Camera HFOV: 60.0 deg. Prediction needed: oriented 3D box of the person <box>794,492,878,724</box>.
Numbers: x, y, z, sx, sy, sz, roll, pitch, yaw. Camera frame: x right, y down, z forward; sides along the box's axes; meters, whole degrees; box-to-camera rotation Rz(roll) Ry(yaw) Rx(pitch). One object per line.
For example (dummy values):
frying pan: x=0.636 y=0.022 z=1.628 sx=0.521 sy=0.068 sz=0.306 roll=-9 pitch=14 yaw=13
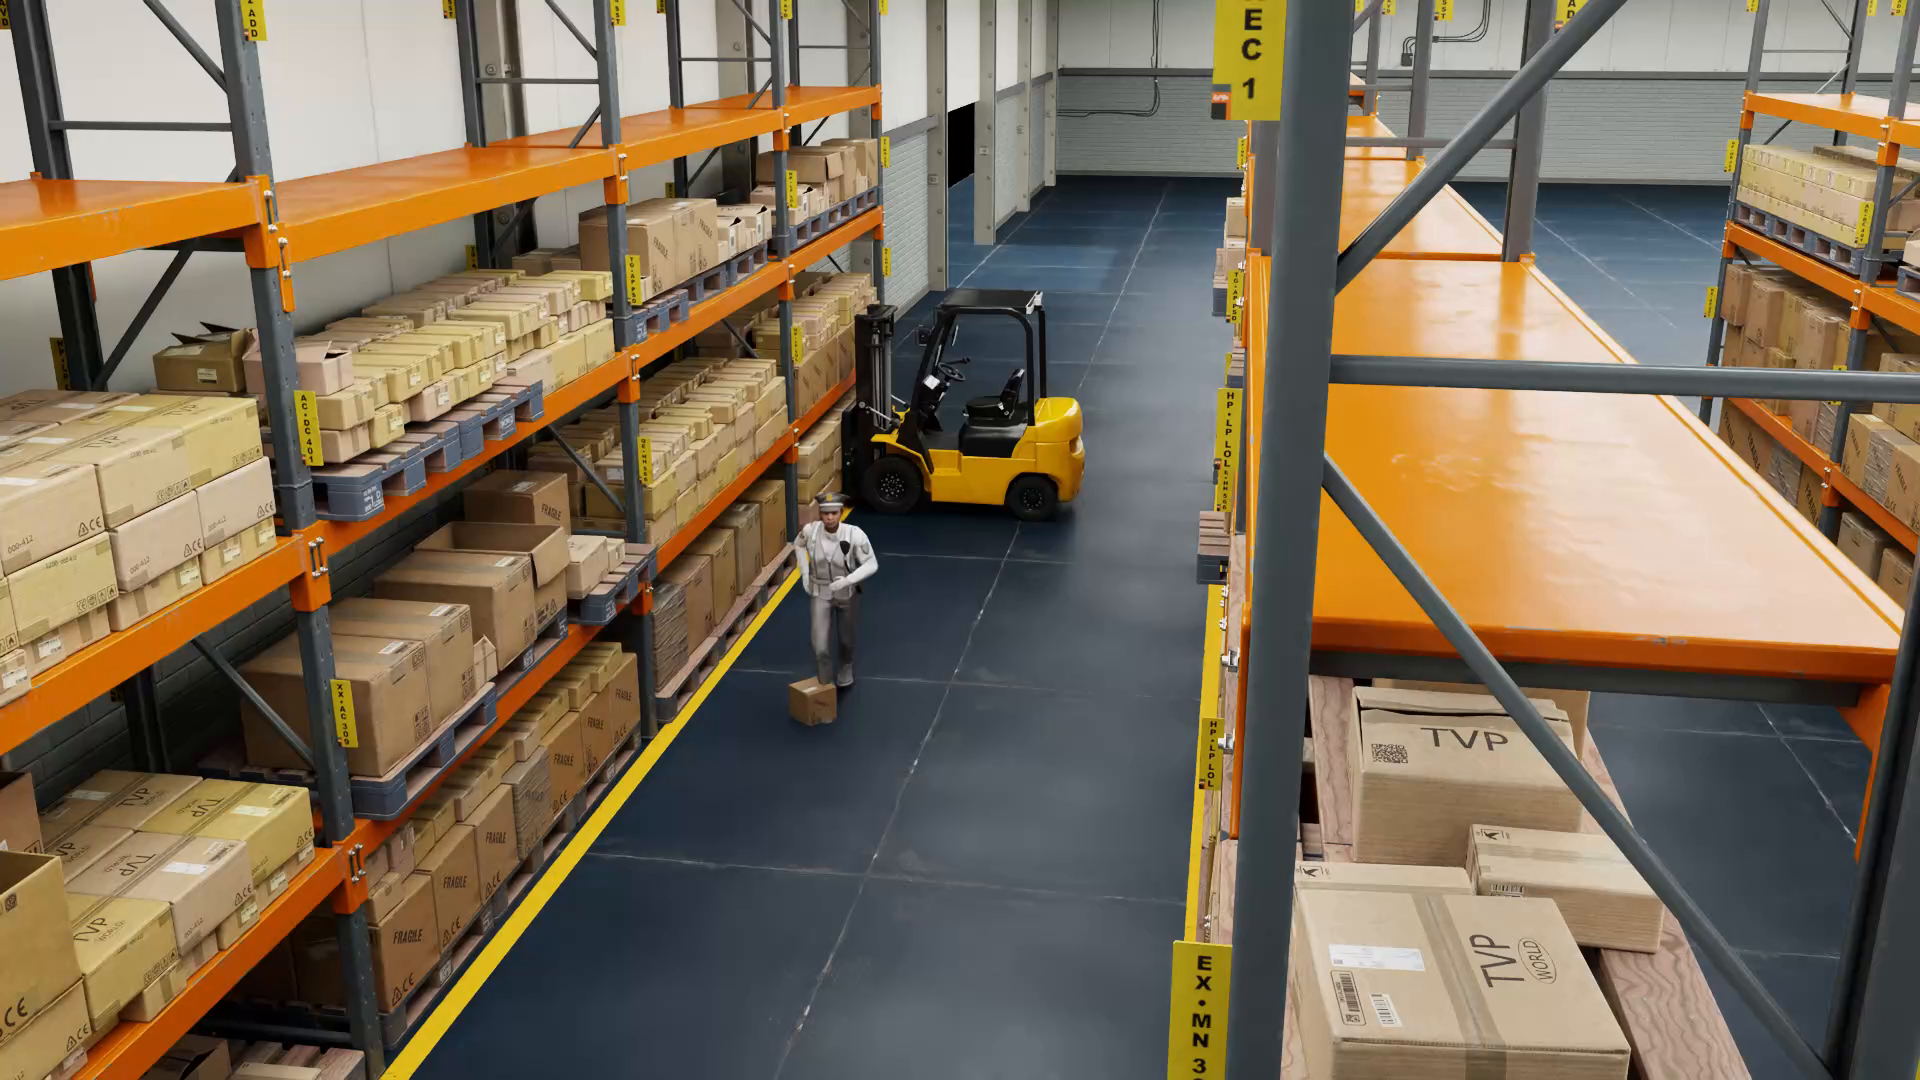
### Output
person: x=-0.904 y=0.421 z=12.179 sx=0.626 sy=1.727 sz=0.796 roll=0 pitch=18 yaw=0
